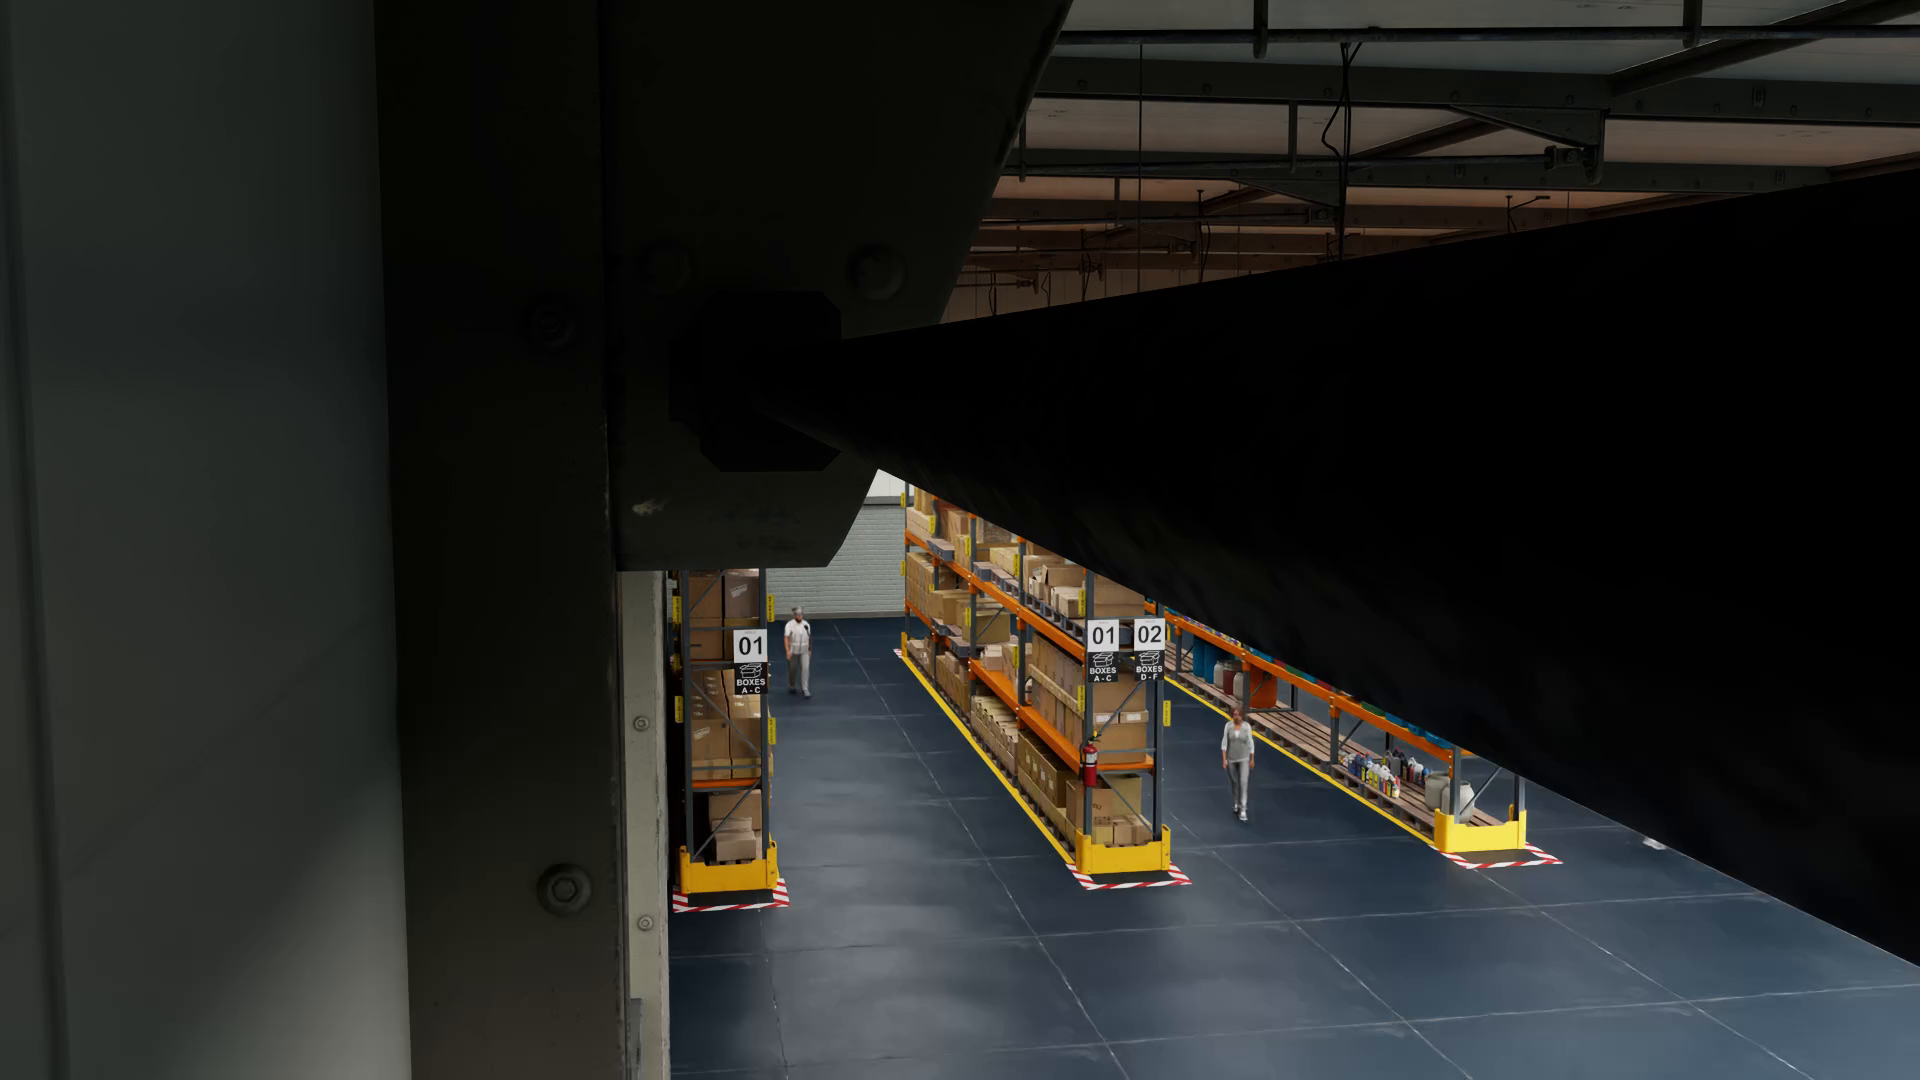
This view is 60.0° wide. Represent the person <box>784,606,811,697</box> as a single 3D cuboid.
[{"bbox_3d":[-3.133,2.134,32.147,0.560,1.711,1.099,-1,6,-14],"label":"person"}]

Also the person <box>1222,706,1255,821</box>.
[{"bbox_3d":[3.891,3.111,23.367,0.448,1.561,0.890,2,6,20],"label":"person"}]

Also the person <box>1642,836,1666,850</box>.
[{"bbox_3d":[9.442,3.285,21.656,0.879,1.632,0.511,-1,6,-6],"label":"person"}]
